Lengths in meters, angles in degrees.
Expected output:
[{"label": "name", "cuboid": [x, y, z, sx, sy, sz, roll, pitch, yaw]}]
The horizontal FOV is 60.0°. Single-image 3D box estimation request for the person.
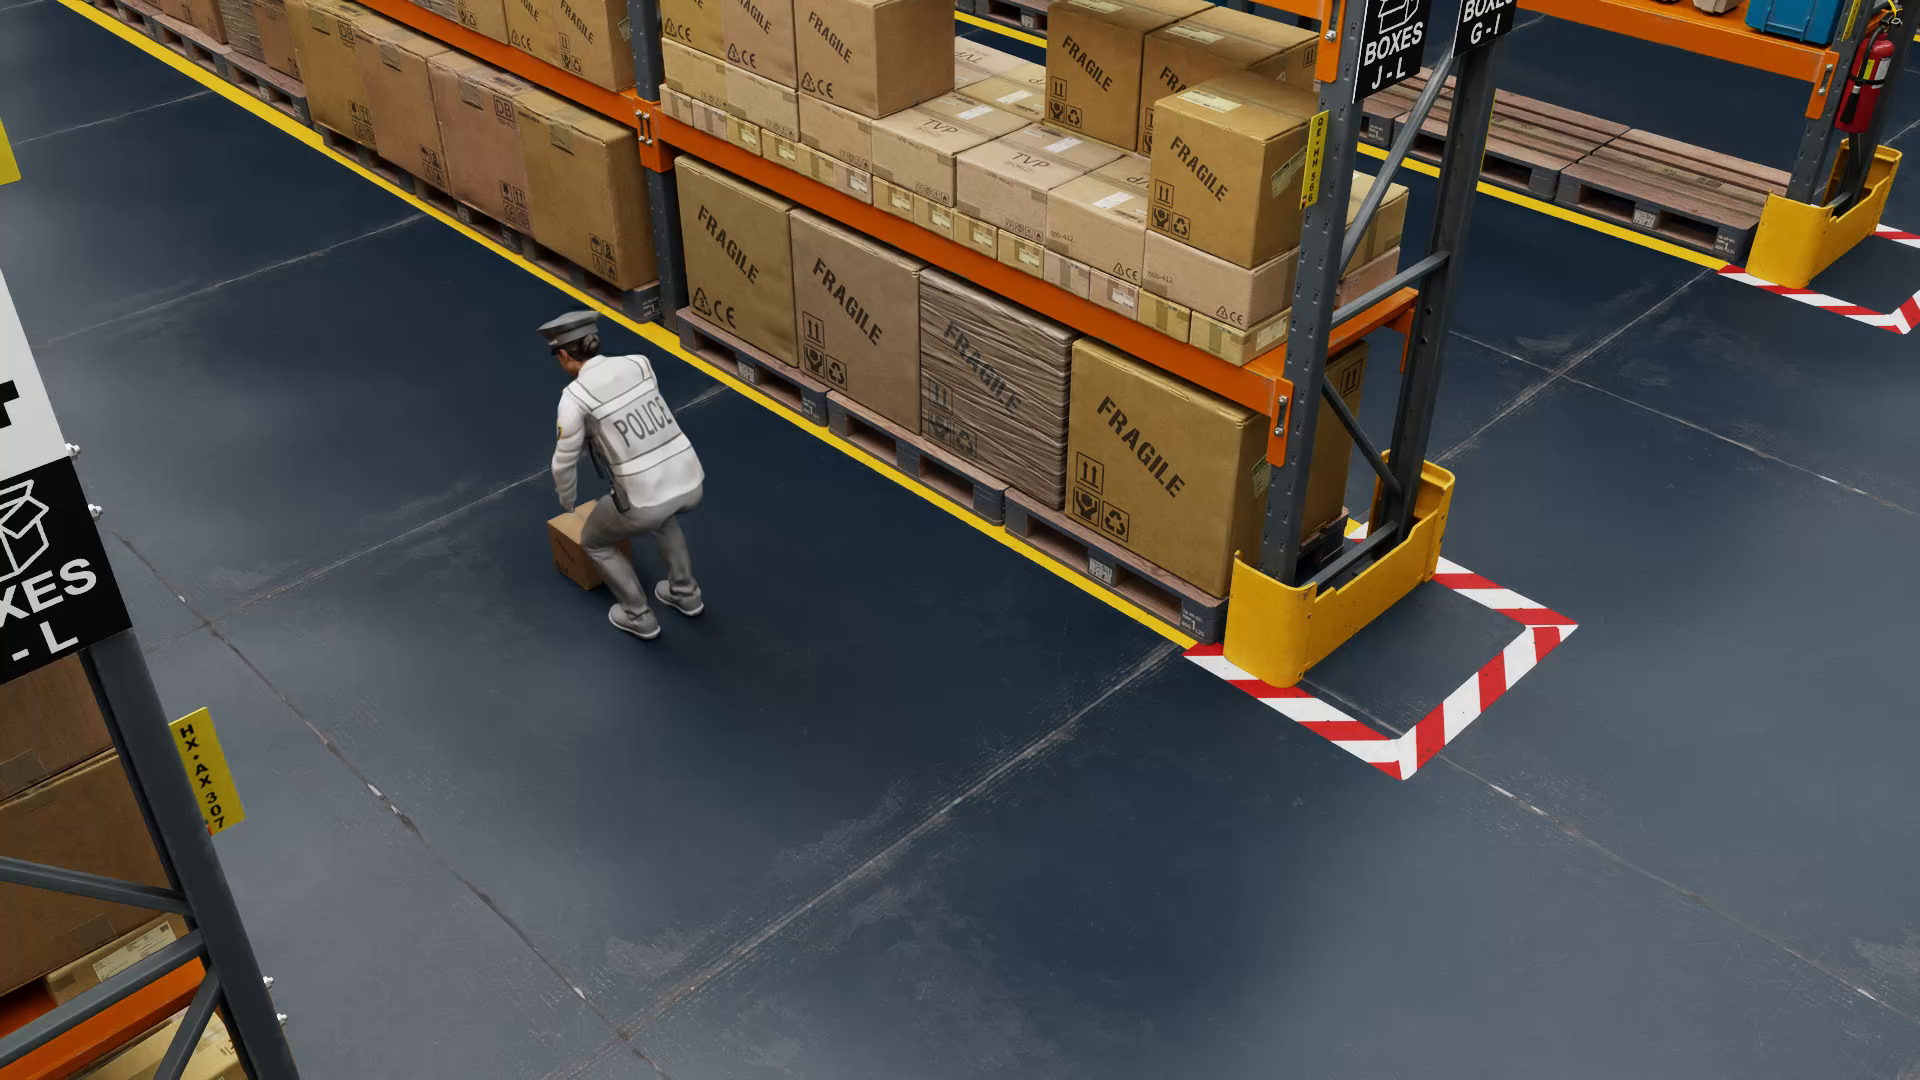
[{"label": "person", "cuboid": [-1.367, -0.248, 6.746, 0.535, 1.375, 0.709, -30, 45, -35]}]
